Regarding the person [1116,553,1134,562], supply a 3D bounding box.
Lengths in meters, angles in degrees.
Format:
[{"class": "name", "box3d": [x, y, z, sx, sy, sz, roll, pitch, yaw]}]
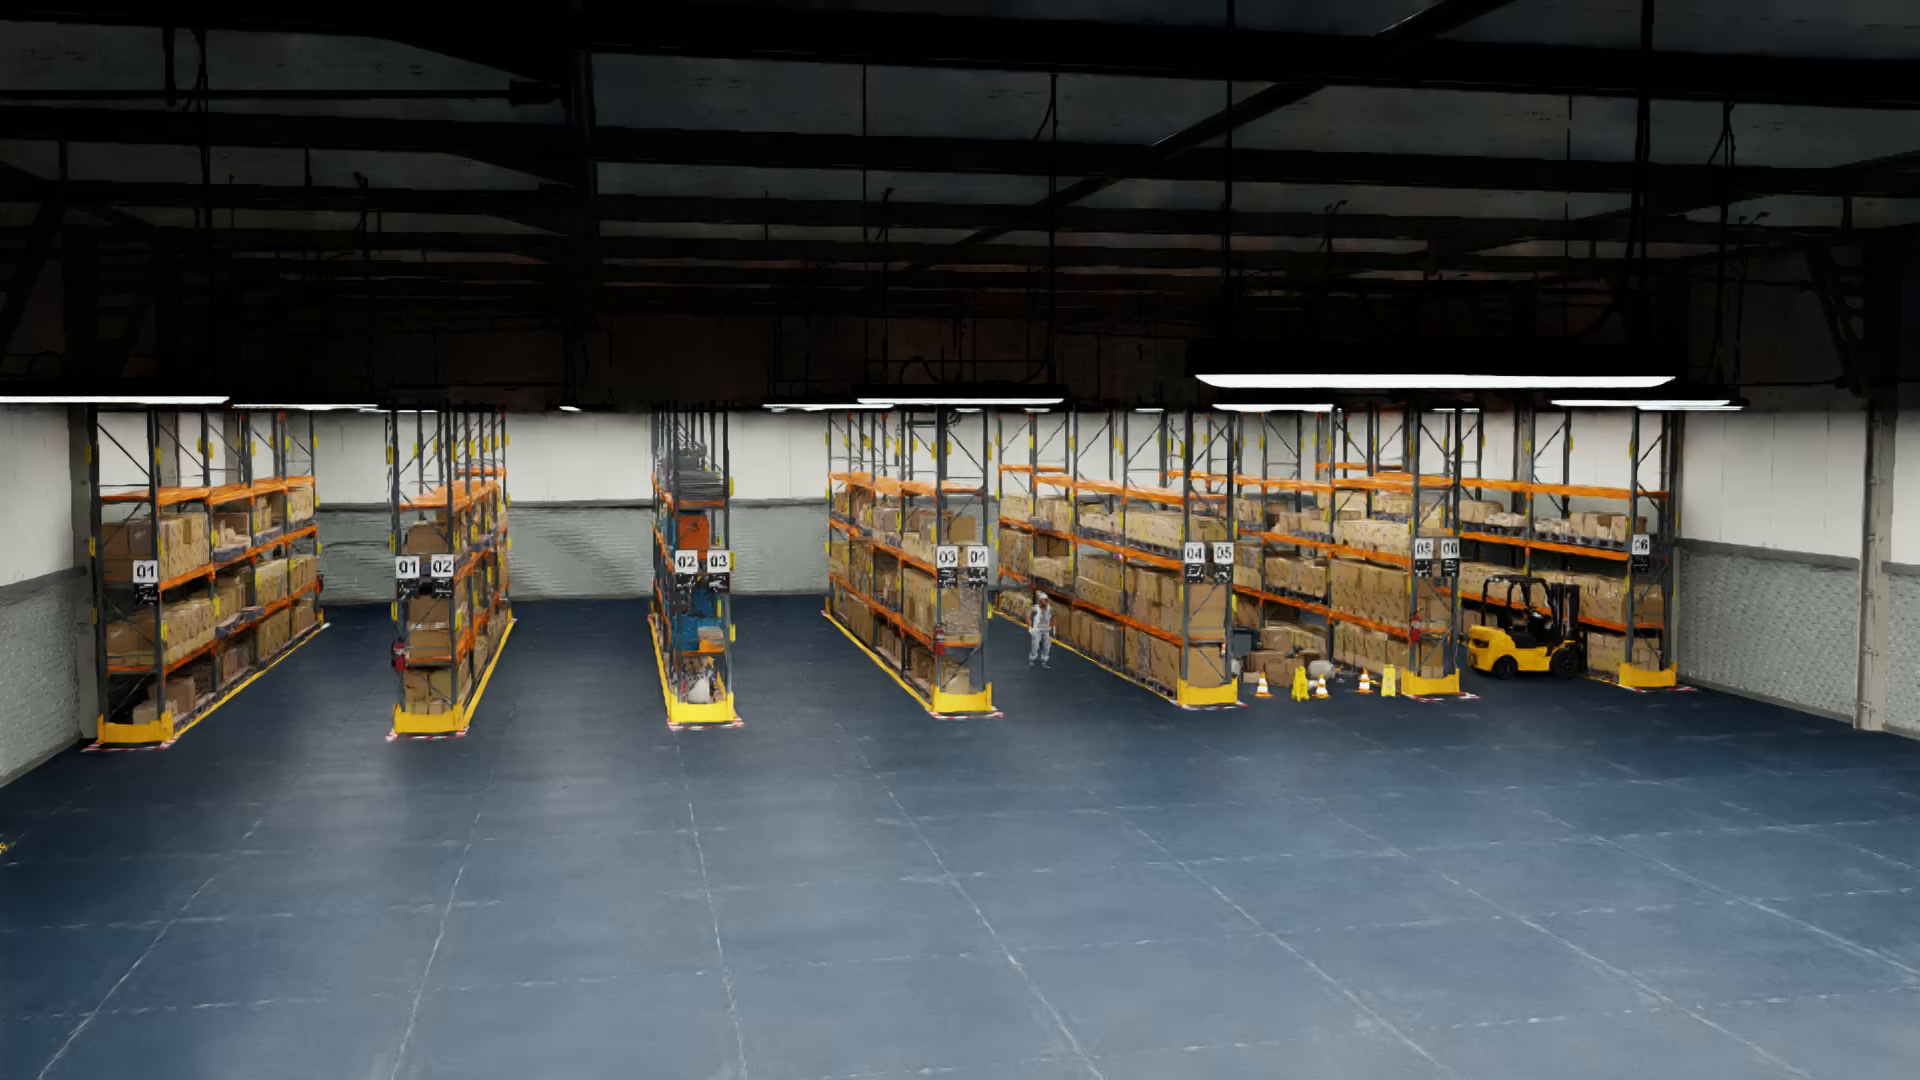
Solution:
[{"class": "person", "box3d": [5.216, 0.894, 52.616, 0.572, 1.704, 1.030, 0, 4, -3]}]

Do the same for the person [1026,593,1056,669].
[{"class": "person", "box3d": [1.830, 2.047, 37.359, 0.677, 1.741, 0.552, -1, 4, -13]}]
